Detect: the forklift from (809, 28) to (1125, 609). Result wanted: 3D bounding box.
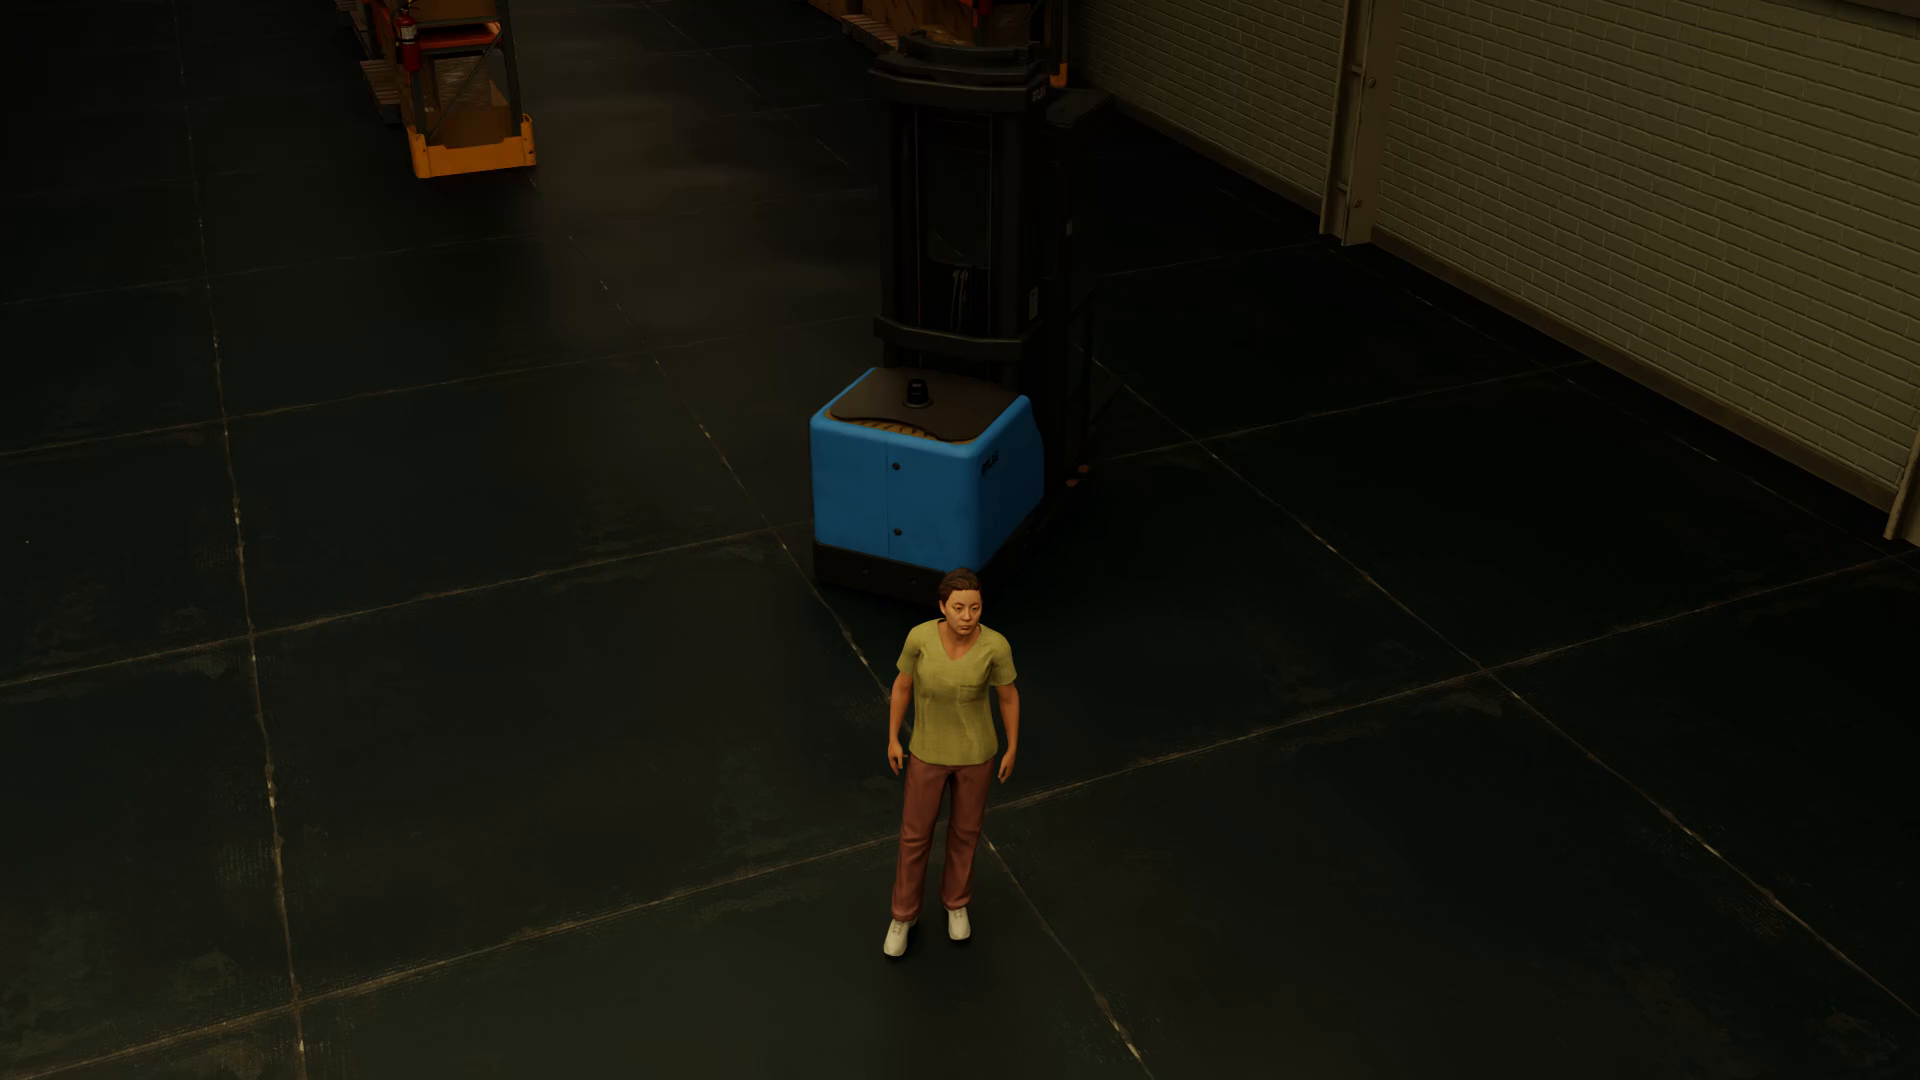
[{"bbox_3d":[0.220,-1.576,9.877,1.130,2.935,3.031,13,32,21],"label":"forklift"}]

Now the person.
[{"bbox_3d":[-0.038,0.909,6.782,0.553,1.674,0.549,1,30,2],"label":"person"}]
